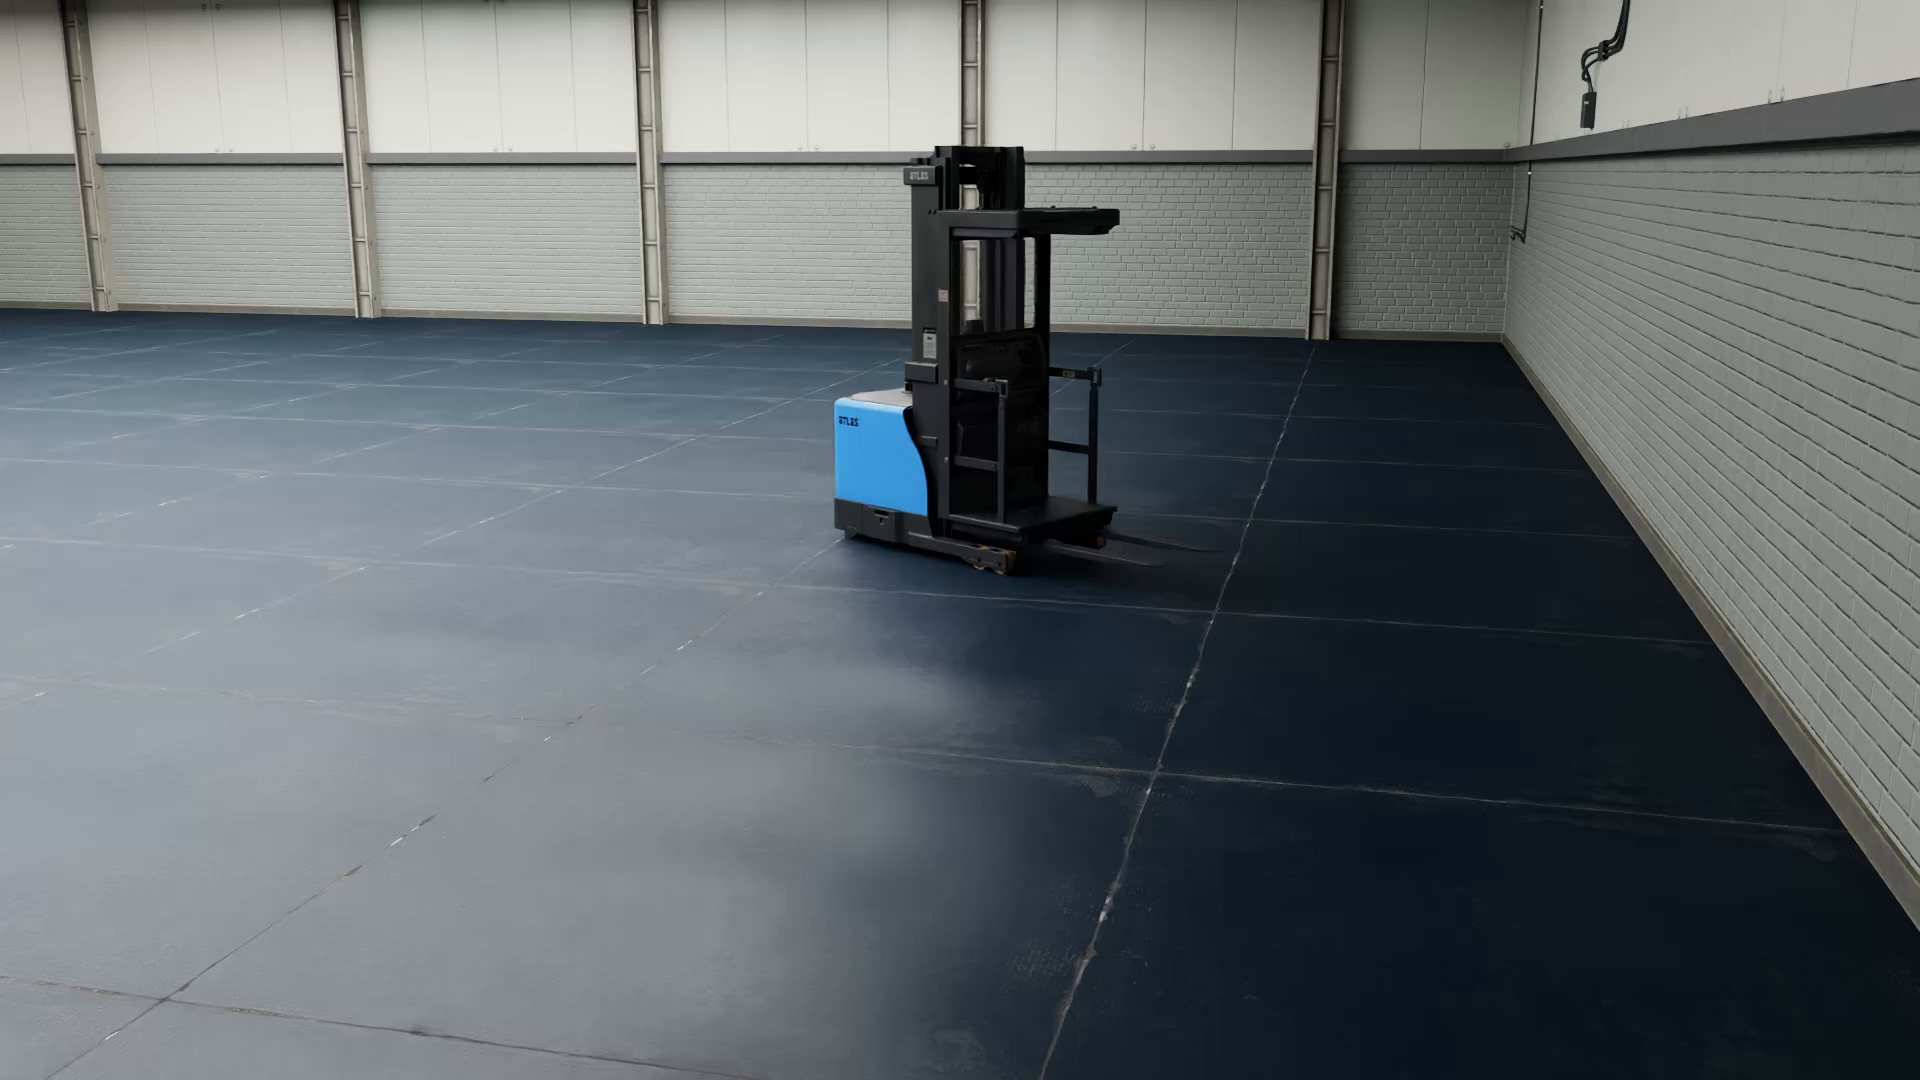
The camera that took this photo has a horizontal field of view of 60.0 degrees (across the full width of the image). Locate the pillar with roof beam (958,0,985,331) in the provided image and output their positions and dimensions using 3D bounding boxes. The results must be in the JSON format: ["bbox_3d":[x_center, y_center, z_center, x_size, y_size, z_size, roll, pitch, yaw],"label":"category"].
[{"bbox_3d":[-0.833,-7.190,24.363,0.400,9.000,9.100,3,13,14],"label":"pillar with roof beam"}]

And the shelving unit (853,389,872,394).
[{"bbox_3d":[-0.683,-0.666,13.297,0.252,1.050,0.215,10,16,43],"label":"shelving unit"}]

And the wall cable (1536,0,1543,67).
[{"bbox_3d":[7.919,-7.733,22.323,0.112,2.526,3.097,3,13,14],"label":"wall cable"}]

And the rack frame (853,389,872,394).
[{"bbox_3d":[-0.772,-0.681,13.380,0.008,1.050,0.200,10,16,43],"label":"rack frame"}]

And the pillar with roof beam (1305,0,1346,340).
[{"bbox_3d":[4.993,-6.878,22.960,0.400,9.000,9.100,3,13,14],"label":"pillar with roof beam"}]

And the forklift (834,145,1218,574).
[{"bbox_3d":[0.443,-1.316,11.899,3.031,2.935,1.130,12,17,42],"label":"forklift"}]

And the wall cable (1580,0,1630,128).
[{"bbox_3d":[6.277,-7.017,15.735,0.169,6.003,2.305,3,13,14],"label":"wall cable"}]

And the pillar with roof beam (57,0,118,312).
[{"bbox_3d":[-18.308,-8.124,28.574,0.400,9.000,9.100,3,13,14],"label":"pillar with roof beam"}]

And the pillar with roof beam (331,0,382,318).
[{"bbox_3d":[-12.483,-7.812,27.170,0.400,9.000,9.100,3,13,14],"label":"pillar with roof beam"}]

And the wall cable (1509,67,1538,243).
[{"bbox_3d":[8.567,-5.837,25.434,0.112,2.526,3.097,3,13,14],"label":"wall cable"}]

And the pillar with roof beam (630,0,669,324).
[{"bbox_3d":[-6.658,-7.501,25.767,0.400,9.000,9.100,3,13,14],"label":"pillar with roof beam"}]
